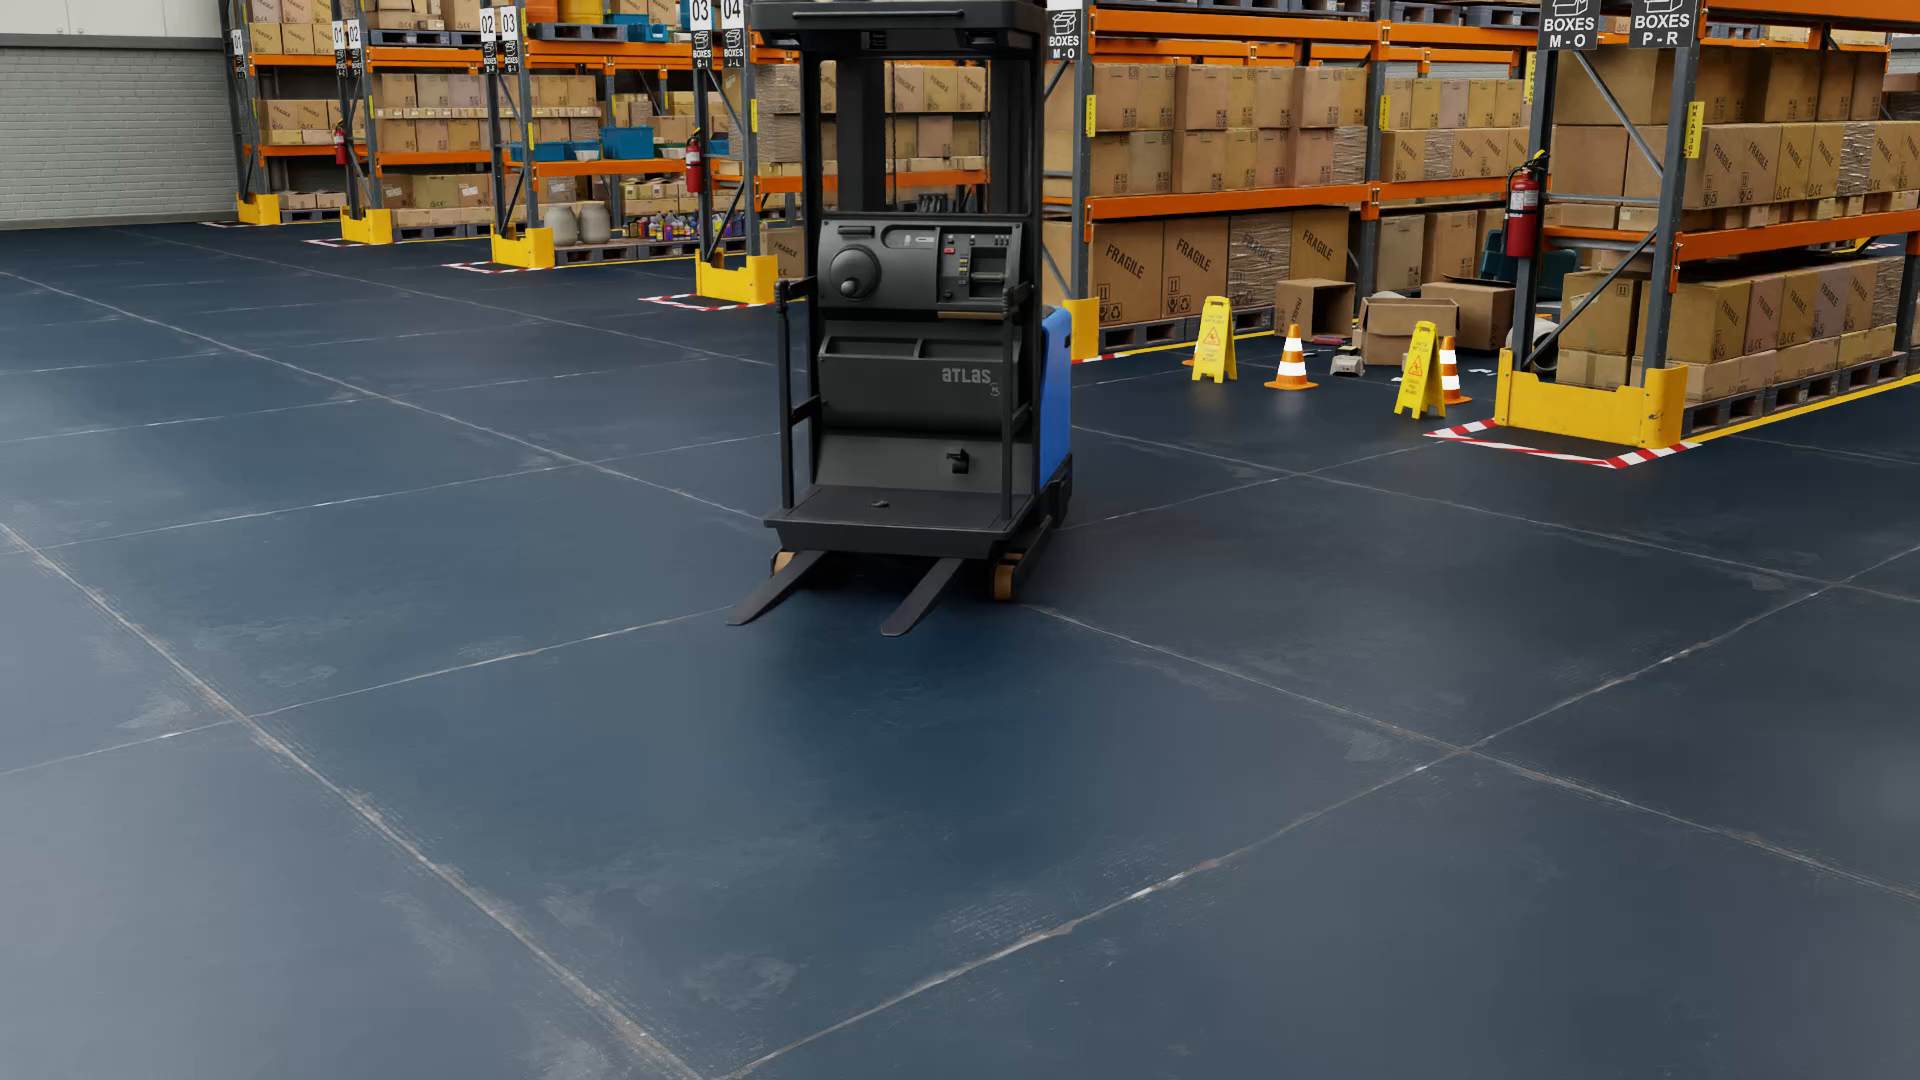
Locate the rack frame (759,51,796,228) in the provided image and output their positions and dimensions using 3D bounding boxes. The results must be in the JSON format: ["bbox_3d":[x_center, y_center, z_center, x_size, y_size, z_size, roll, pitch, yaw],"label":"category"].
[{"bbox_3d":[-2.715,-5.709,23.810,0.127,3.000,1.000,-13,19,-39],"label":"rack frame"}]

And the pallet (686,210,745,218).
[{"bbox_3d":[-4.513,-5.667,29.055,1.213,0.211,1.003,-13,19,-39],"label":"pallet"}]

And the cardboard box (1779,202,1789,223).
[{"bbox_3d":[5.405,-2.249,11.344,0.250,0.149,0.380,-12,19,-37],"label":"cardboard box"}]

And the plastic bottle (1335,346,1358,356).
[{"bbox_3d":[3.304,-1.613,14.169,0.133,0.061,0.283,8,17,28],"label":"plastic bottle"}]

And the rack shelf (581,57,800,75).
[{"bbox_3d":[-4.455,-8.114,28.396,4.000,0.370,1.077,-13,19,-39],"label":"rack shelf"}]

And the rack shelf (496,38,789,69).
[{"bbox_3d":[-4.224,-6.472,22.247,4.000,0.370,1.077,-13,19,-39],"label":"rack shelf"}]

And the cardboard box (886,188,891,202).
[{"bbox_3d":[-1.643,-6.551,30.956,0.500,0.500,0.500,-13,20,-40],"label":"cardboard box"}]

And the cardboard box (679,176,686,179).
[{"bbox_3d":[-4.699,-6.201,29.081,0.500,0.311,0.500,-13,20,-40],"label":"cardboard box"}]

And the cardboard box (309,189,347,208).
[{"bbox_3d":[-11.225,-6.070,29.518,0.500,0.311,0.500,-11,18,-35],"label":"cardboard box"}]

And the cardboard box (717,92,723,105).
[{"bbox_3d":[-4.910,-9.082,34.178,0.500,0.250,0.500,-12,19,-39],"label":"cardboard box"}]

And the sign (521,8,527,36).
[{"bbox_3d":[-5.375,-6.377,20.481,0.005,0.325,0.100,-13,19,-39],"label":"sign"}]

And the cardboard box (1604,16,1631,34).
[{"bbox_3d":[7.339,-5.982,18.826,0.500,0.500,0.500,-13,19,-39],"label":"cardboard box"}]

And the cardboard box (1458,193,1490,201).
[{"bbox_3d":[7.800,-5.525,26.424,0.875,0.875,0.875,-13,19,-39],"label":"cardboard box"}]

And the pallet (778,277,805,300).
[{"bbox_3d":[-1.788,-2.863,18.560,1.213,0.211,1.003,-13,19,-39],"label":"pallet"}]

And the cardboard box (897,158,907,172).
[{"bbox_3d":[-0.813,-4.251,18.838,0.250,0.149,0.380,-13,19,-39],"label":"cardboard box"}]

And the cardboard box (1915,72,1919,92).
[{"bbox_3d":[7.628,-3.534,12.828,0.250,0.149,0.380,-13,20,-40],"label":"cardboard box"}]

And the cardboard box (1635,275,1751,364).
[{"bbox_3d":[4.831,-1.461,10.970,0.500,0.500,0.500,-14,20,-41],"label":"cardboard box"}]

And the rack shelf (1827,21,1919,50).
[{"bbox_3d":[8.550,-4.256,13.951,4.000,0.370,1.077,-13,19,-39],"label":"rack shelf"}]

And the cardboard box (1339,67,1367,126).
[{"bbox_3d":[3.415,-4.300,16.153,0.550,0.550,0.875,-13,19,-39],"label":"cardboard box"}]

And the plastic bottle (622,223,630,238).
[{"bbox_3d":[-4.635,-4.288,23.061,0.097,0.201,0.097,0,15,0],"label":"plastic bottle"}]

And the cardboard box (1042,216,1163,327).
[{"bbox_3d":[1.166,-2.388,14.682,0.875,0.875,0.875,-13,19,-39],"label":"cardboard box"}]

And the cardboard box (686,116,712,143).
[{"bbox_3d":[-4.599,-7.023,28.536,0.500,0.500,0.500,-13,19,-39],"label":"cardboard box"}]

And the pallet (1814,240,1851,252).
[{"bbox_3d":[12.075,-4.304,23.953,1.213,0.211,1.003,-13,19,-39],"label":"pallet"}]

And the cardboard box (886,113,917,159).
[{"bbox_3d":[-0.960,-4.614,18.939,0.500,0.500,0.875,-13,19,-39],"label":"cardboard box"}]

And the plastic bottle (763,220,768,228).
[{"bbox_3d":[-2.785,-4.447,23.657,0.097,0.201,0.097,0,15,0],"label":"plastic bottle"}]

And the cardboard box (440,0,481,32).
[{"bbox_3d":[-7.549,-7.992,25.267,0.500,0.500,0.500,-13,19,-39],"label":"cardboard box"}]

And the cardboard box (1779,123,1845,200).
[{"bbox_3d":[5.714,-2.619,11.470,0.500,0.500,0.500,-13,20,-40],"label":"cardboard box"}]

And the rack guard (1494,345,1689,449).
[{"bbox_3d":[4.081,-0.943,10.811,0.348,0.500,1.175,-13,19,-39],"label":"rack guard"}]

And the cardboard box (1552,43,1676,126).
[{"bbox_3d":[4.266,-2.942,10.743,0.500,0.500,0.700,-13,20,-41],"label":"cardboard box"}]

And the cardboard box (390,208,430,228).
[{"bbox_3d":[-8.431,-4.918,25.364,0.500,0.250,0.500,-13,19,-39],"label":"cardboard box"}]

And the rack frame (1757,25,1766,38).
[{"bbox_3d":[9.751,-5.117,21.594,0.127,3.000,1.000,-13,19,-39],"label":"rack frame"}]

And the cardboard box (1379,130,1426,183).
[{"bbox_3d":[4.289,-3.847,16.645,0.500,0.500,0.500,-12,19,-39],"label":"cardboard box"}]

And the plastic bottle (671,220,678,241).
[{"bbox_3d":[-3.902,-4.230,22.708,0.097,0.271,0.097,0,15,0],"label":"plastic bottle"}]

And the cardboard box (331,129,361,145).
[{"bbox_3d":[-10.889,-7.094,29.247,0.500,0.250,0.500,-13,20,-40],"label":"cardboard box"}]

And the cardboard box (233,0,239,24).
[{"bbox_3d":[-12.083,-9.074,28.426,0.500,0.500,0.500,-12,19,-37],"label":"cardboard box"}]

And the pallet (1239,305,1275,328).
[{"bbox_3d":[3.091,-2.301,16.455,1.213,0.211,1.003,-13,19,-39],"label":"pallet"}]

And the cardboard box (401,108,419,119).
[{"bbox_3d":[-8.347,-6.428,25.050,0.250,0.149,0.380,-13,20,-41],"label":"cardboard box"}]

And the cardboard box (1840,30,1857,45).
[{"bbox_3d":[11.836,-6.874,22.648,0.500,0.250,0.500,-12,19,-37],"label":"cardboard box"}]

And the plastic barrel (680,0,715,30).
[{"bbox_3d":[-3.537,-7.455,22.750,0.708,0.901,0.600,-13,19,-39],"label":"plastic barrel"}]

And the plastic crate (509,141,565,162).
[{"bbox_3d":[-5.552,-5.102,21.827,0.616,0.251,0.499,-13,19,-39],"label":"plastic crate"}]

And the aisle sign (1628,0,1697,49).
[{"bbox_3d":[4.180,-3.323,9.839,0.004,0.787,0.394,-13,19,-39],"label":"aisle sign"}]

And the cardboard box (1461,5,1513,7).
[{"bbox_3d":[5.665,-5.903,18.006,0.500,0.250,0.500,-12,19,-38],"label":"cardboard box"}]

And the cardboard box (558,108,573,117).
[{"bbox_3d":[-6.412,-6.861,26.674,0.250,0.149,0.380,-13,20,-41],"label":"cardboard box"}]

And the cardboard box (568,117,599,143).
[{"bbox_3d":[-6.295,-6.646,27.123,0.500,0.500,0.700,-13,20,-41],"label":"cardboard box"}]

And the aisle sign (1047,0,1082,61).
[{"bbox_3d":[0.841,-4.270,13.385,0.004,0.787,0.394,-13,19,-39],"label":"aisle sign"}]

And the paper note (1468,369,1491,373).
[{"bbox_3d":[4.169,-1.360,13.304,0.142,0.019,0.148,-6,16,-20],"label":"paper note"}]

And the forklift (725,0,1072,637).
[{"bbox_3d":[-0.225,-1.251,7.255,1.130,2.935,3.031,3,15,12],"label":"forklift"}]

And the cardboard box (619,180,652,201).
[{"bbox_3d":[-5.489,-5.841,27.731,0.500,0.311,0.500,-13,19,-39],"label":"cardboard box"}]

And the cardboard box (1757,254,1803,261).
[{"bbox_3d":[6.023,-1.912,12.655,0.500,0.500,0.500,-12,19,-37],"label":"cardboard box"}]

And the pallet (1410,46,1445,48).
[{"bbox_3d":[7.195,-7.643,25.409,1.213,0.211,1.003,-13,19,-39],"label":"pallet"}]

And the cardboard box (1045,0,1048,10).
[{"bbox_3d":[0.955,-6.507,19.971,0.637,0.503,0.797,-14,20,-42],"label":"cardboard box"}]

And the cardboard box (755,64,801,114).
[{"bbox_3d":[-1.888,-4.782,17.633,0.500,0.500,0.500,-13,19,-39],"label":"cardboard box"}]

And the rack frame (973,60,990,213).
[{"bbox_3d":[0.536,-4.744,20.200,0.127,3.000,1.000,-13,19,-39],"label":"rack frame"}]

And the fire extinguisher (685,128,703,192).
[{"bbox_3d":[-2.870,-4.100,17.936,0.183,0.674,0.296,-13,19,-39],"label":"fire extinguisher"}]
